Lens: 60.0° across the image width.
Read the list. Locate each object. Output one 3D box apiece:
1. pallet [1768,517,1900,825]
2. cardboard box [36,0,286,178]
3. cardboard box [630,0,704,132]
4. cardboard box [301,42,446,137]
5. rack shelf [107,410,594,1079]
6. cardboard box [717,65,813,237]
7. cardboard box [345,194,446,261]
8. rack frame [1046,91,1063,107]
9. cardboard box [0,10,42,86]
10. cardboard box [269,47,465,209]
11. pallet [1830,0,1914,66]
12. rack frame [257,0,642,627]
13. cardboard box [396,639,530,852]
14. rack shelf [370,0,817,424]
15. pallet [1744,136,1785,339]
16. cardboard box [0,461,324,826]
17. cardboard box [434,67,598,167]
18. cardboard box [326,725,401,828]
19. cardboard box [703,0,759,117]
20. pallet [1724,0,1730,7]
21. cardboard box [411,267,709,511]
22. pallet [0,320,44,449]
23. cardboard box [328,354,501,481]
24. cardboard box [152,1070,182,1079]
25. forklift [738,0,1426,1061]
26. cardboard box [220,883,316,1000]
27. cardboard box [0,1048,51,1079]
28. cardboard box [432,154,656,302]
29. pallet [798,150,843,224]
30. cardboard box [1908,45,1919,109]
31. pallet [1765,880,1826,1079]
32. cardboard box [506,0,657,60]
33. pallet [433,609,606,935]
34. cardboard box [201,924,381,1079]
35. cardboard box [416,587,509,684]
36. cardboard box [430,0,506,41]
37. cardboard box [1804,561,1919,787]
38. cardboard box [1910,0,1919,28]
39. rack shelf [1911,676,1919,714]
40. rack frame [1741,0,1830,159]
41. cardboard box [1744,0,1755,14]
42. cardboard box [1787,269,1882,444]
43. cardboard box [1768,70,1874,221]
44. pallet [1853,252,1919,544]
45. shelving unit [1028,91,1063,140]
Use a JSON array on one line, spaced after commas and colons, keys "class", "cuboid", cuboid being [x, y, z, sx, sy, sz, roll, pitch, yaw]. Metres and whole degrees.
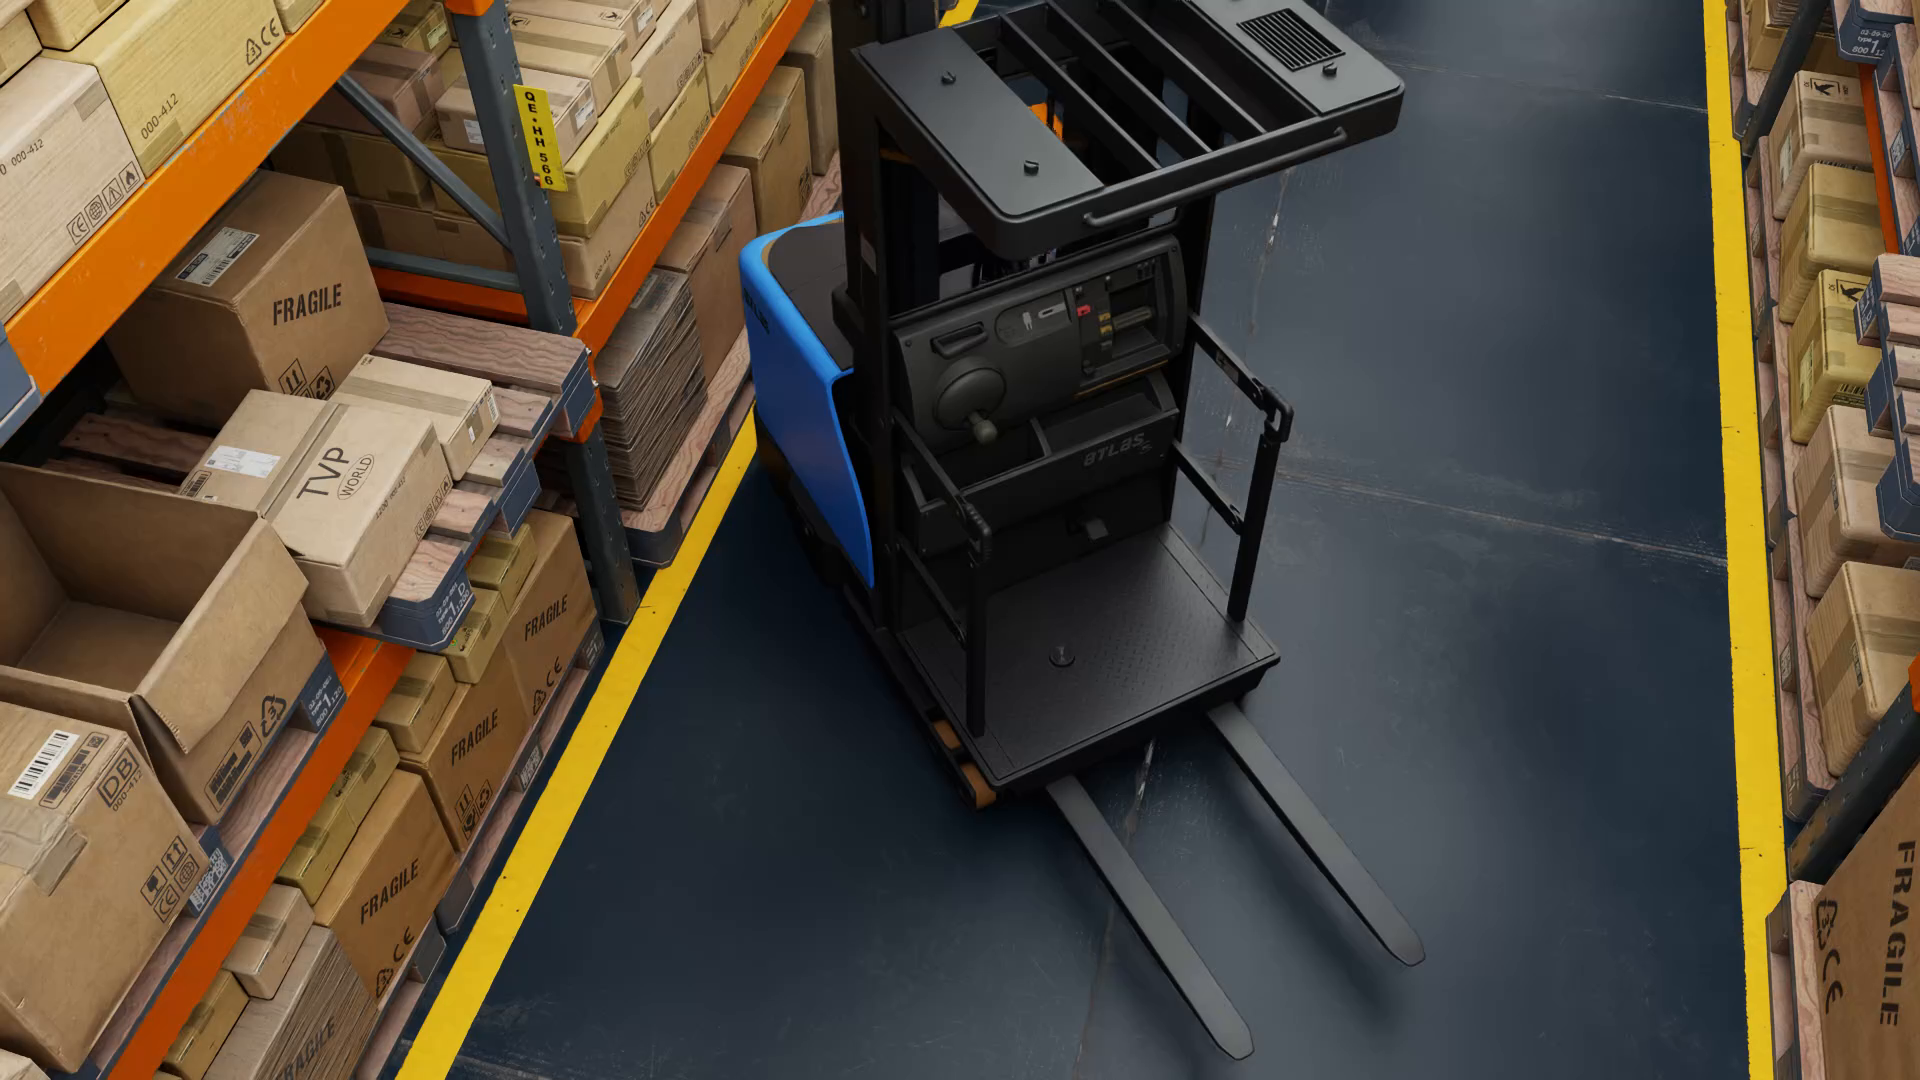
[{"class": "pallet", "cuboid": [3.339, 0.511, 5.658, 1.003, 0.211, 1.213, 12, 50, 10]}, {"class": "cardboard box", "cuboid": [-1.691, -0.984, 3.217, 0.500, 0.250, 0.500, 12, 50, 10]}, {"class": "cardboard box", "cuboid": [-1.173, -1.574, 5.405, 0.500, 0.250, 0.500, 13, 50, 11]}, {"class": "cardboard box", "cuboid": [-1.768, -1.347, 4.938, 0.380, 0.149, 0.250, 13, 50, 11]}, {"class": "rack shelf", "cuboid": [-2.185, 0.861, 3.969, 1.077, 0.370, 4.000, 12, 50, 10]}, {"class": "cardboard box", "cuboid": [-1.139, -1.586, 6.953, 0.875, 0.625, 0.625, 10, 49, 8]}, {"class": "cardboard box", "cuboid": [-1.787, -1.150, 5.364, 0.500, 0.250, 0.500, 11, 49, 9]}, {"class": "rack frame", "cuboid": [0.378, -1.282, 6.581, 0.015, 1.200, 0.240, -17, 51, -14]}, {"class": "cardboard box", "cuboid": [-1.837, -0.867, 2.848, 0.380, 0.149, 0.250, 12, 50, 10]}, {"class": "cardboard box", "cuboid": [-1.808, -1.319, 5.180, 0.500, 0.250, 0.500, 13, 50, 11]}, {"class": "pallet", "cuboid": [3.843, -2.152, 6.277, 1.003, 0.211, 1.213, 12, 50, 10]}, {"class": "rack frame", "cuboid": [-1.658, -0.824, 4.976, 1.000, 3.000, 0.127, 12, 50, 10]}, {"class": "cardboard box", "cuboid": [-1.704, 0.573, 5.131, 0.500, 0.500, 0.500, 11, 49, 9]}, {"class": "rack shelf", "cuboid": [-1.132, -2.032, 6.523, 1.077, 0.370, 4.000, 12, 50, 10]}, {"class": "pallet", "cuboid": [3.981, -1.254, 7.216, 1.003, 0.211, 1.213, 12, 50, 10]}, {"class": "cardboard box", "cuboid": [-1.909, 0.220, 3.706, 0.797, 0.503, 0.637, 11, 49, 9]}, {"class": "cardboard box", "cuboid": [-1.290, -1.244, 4.848, 0.380, 0.149, 0.250, 13, 50, 11]}, {"class": "cardboard box", "cuboid": [-1.811, 0.624, 4.653, 0.380, 0.149, 0.250, 13, 50, 11]}, {"class": "cardboard box", "cuboid": [-1.040, -1.783, 5.923, 0.500, 0.250, 0.500, 10, 49, 9]}, {"class": "pallet", "cuboid": [4.646, -3.195, 8.929, 1.003, 0.211, 1.213, 12, 50, 10]}, {"class": "cardboard box", "cuboid": [-1.481, -0.625, 6.105, 0.875, 0.625, 0.625, 13, 50, 11]}, {"class": "pallet", "cuboid": [-2.202, -0.069, 2.435, 1.213, 0.211, 1.003, 12, 50, 10]}, {"class": "cardboard box", "cuboid": [-1.461, -0.329, 4.427, 0.380, 0.149, 0.250, 12, 50, 11]}, {"class": "cardboard box", "cuboid": [-2.077, 1.379, 3.986, 0.380, 0.149, 0.250, 13, 50, 11]}, {"class": "forklift", "cuboid": [0.358, -0.479, 4.718, 1.130, 2.935, 3.031, -22, 52, -18]}, {"class": "cardboard box", "cuboid": [-1.920, 1.011, 4.312, 0.380, 0.149, 0.250, 9, 49, 8]}, {"class": "cardboard box", "cuboid": [-1.975, 1.046, 3.136, 0.396, 0.266, 0.258, 14, 50, 12]}, {"class": "cardboard box", "cuboid": [-1.306, -1.047, 5.273, 0.500, 0.250, 0.500, 12, 50, 10]}, {"class": "pallet", "cuboid": [-1.081, -1.368, 7.317, 1.003, 0.211, 1.213, 12, 50, 10]}, {"class": "cardboard box", "cuboid": [3.364, -1.521, 5.479, 0.380, 0.149, 0.250, 13, 50, 11]}, {"class": "pallet", "cuboid": [2.851, 1.631, 4.669, 1.003, 0.211, 1.213, 12, 50, 10]}, {"class": "cardboard box", "cuboid": [-1.178, -1.628, 5.187, 0.380, 0.149, 0.250, 13, 50, 11]}, {"class": "pallet", "cuboid": [-1.891, 0.632, 5.552, 1.003, 0.211, 1.213, 12, 50, 10]}, {"class": "cardboard box", "cuboid": [-1.958, 1.331, 4.462, 0.500, 0.500, 0.500, 10, 49, 9]}, {"class": "cardboard box", "cuboid": [-1.586, 0.261, 4.974, 0.380, 0.149, 0.250, 9, 49, 8]}, {"class": "cardboard box", "cuboid": [-1.680, -1.733, 5.280, 0.380, 0.149, 0.250, 12, 50, 10]}, {"class": "cardboard box", "cuboid": [3.290, 0.477, 5.301, 0.950, 0.372, 0.625, 9, 49, 7]}, {"class": "cardboard box", "cuboid": [3.551, -1.882, 5.798, 0.380, 0.149, 0.250, 12, 50, 11]}, {"class": "rack shelf", "cuboid": [2.605, 1.838, 3.107, 1.077, 0.370, 4.000, 12, 50, 10]}, {"class": "rack frame", "cuboid": [4.184, -2.740, 6.668, 1.000, 3.000, 0.127, 12, 50, 10]}, {"class": "cardboard box", "cuboid": [4.211, -2.837, 8.307, 0.500, 0.250, 0.500, 10, 49, 9]}, {"class": "cardboard box", "cuboid": [3.681, -0.606, 6.256, 0.950, 0.372, 0.625, 13, 50, 11]}, {"class": "cardboard box", "cuboid": [4.049, -1.630, 7.160, 0.950, 0.372, 0.625, 12, 50, 11]}, {"class": "pallet", "cuboid": [3.216, -0.320, 4.660, 1.213, 0.211, 1.003, 12, 50, 10]}, {"class": "shelving unit", "cuboid": [0.152, -1.212, 6.520, 0.503, 1.200, 0.258, -17, 51, -14]}]
